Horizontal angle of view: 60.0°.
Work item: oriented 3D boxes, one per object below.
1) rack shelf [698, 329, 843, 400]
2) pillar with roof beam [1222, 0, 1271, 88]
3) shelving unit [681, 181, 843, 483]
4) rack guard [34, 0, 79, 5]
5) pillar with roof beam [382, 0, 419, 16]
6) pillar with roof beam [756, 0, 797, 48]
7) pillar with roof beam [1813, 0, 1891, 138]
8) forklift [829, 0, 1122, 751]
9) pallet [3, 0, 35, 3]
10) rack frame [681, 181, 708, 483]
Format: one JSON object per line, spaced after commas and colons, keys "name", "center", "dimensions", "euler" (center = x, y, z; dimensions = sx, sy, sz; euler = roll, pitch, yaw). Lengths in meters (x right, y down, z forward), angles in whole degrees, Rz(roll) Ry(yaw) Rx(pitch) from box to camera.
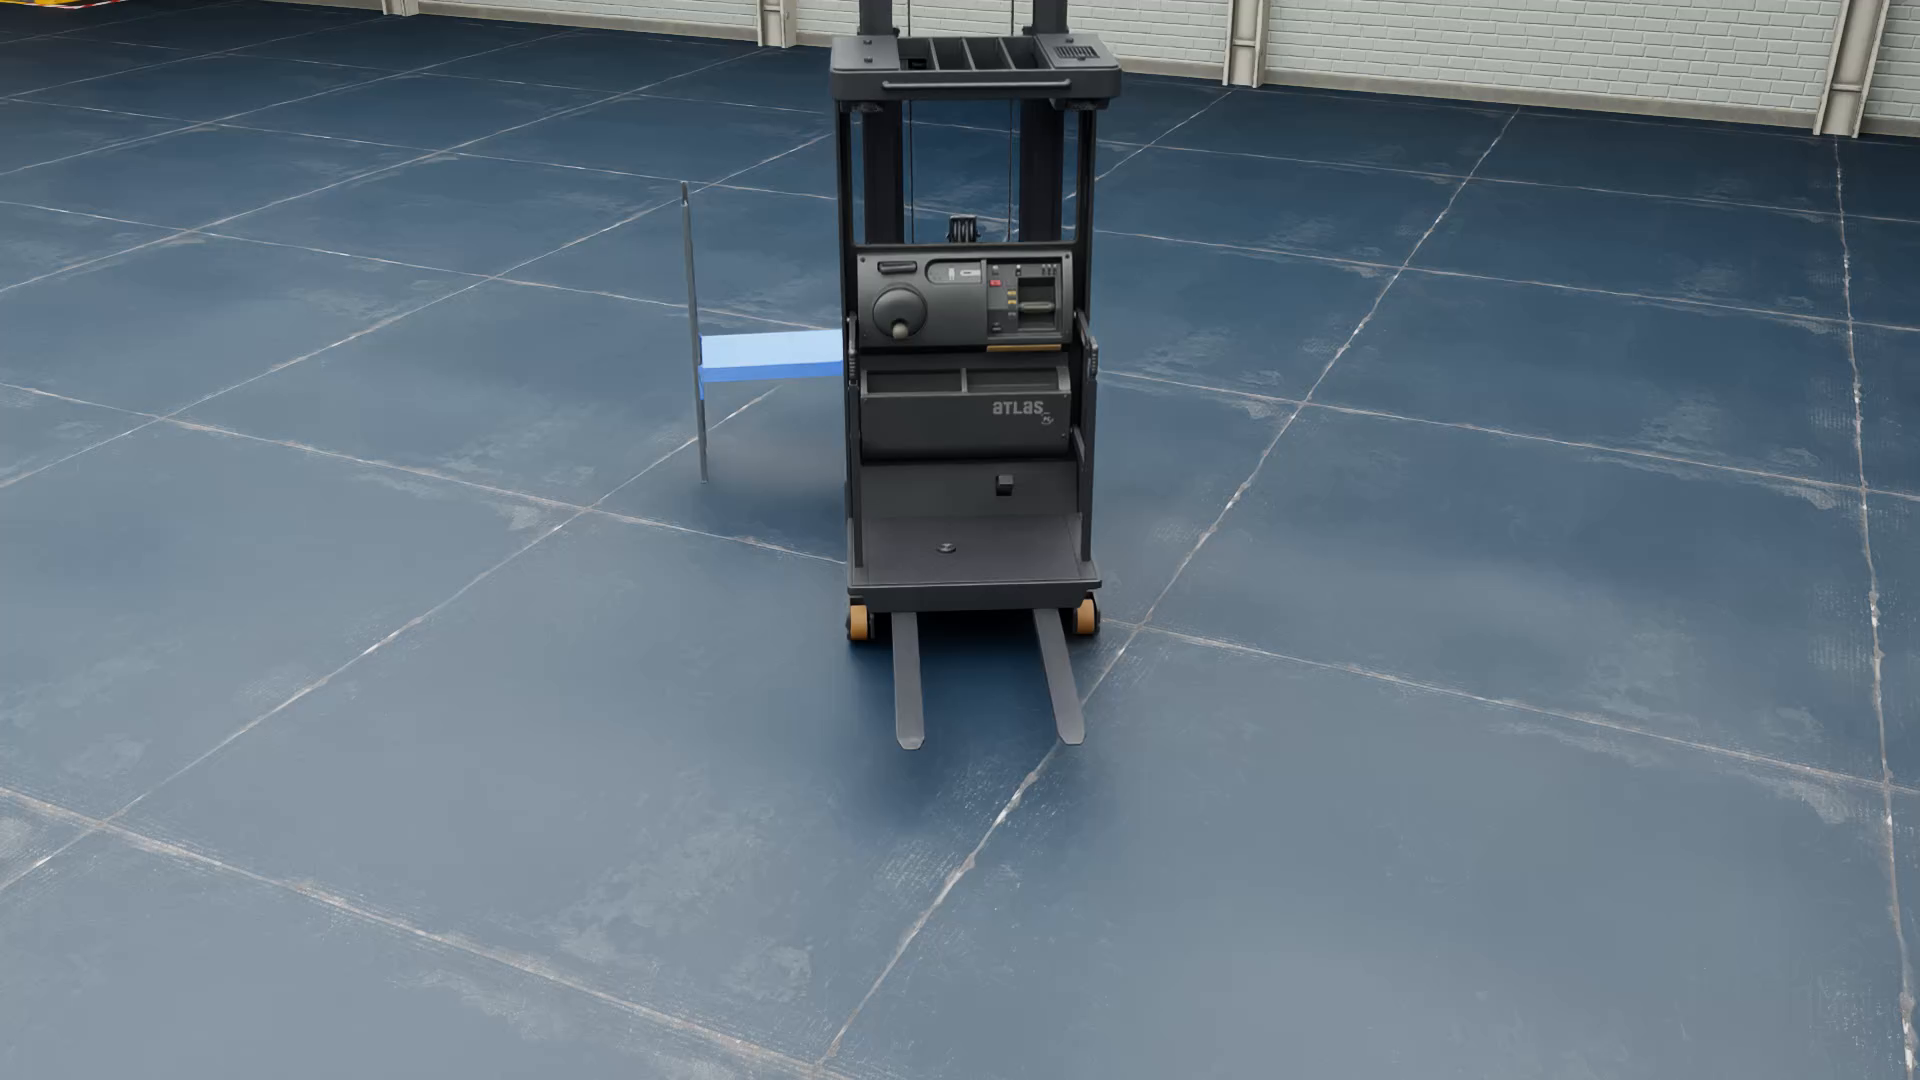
{"name": "rack shelf", "center": [-0.895, -0.957, 8.903], "dimensions": [1.000, 0.185, 0.538], "euler": [-4, 26, -8]}
{"name": "pillar with roof beam", "center": [1.393, -7.420, 13.133], "dimensions": [0.400, 9.000, 9.100], "euler": [11, 28, 22]}
{"name": "shelving unit", "center": [-0.895, -1.118, 8.823], "dimensions": [1.048, 1.500, 0.538], "euler": [-4, 26, -8]}
{"name": "rack guard", "center": [-12.928, -8.135, 24.207], "dimensions": [0.348, 0.500, 1.175], "euler": [11, 28, 22]}
{"name": "pillar with roof beam", "center": [-9.530, -9.614, 17.590], "dimensions": [0.400, 9.000, 9.100], "euler": [11, 28, 22]}
{"name": "pillar with roof beam", "center": [-4.069, -8.517, 15.361], "dimensions": [0.400, 9.000, 9.100], "euler": [11, 28, 22]}
{"name": "pillar with roof beam", "center": [6.855, -6.323, 10.905], "dimensions": [0.400, 9.000, 9.100], "euler": [11, 28, 22]}
{"name": "forklift", "center": [0.038, -1.015, 6.993], "dimensions": [1.130, 2.935, 3.031], "euler": [-1, 26, -3]}
{"name": "pallet", "center": [-13.663, -8.133, 24.530], "dimensions": [1.213, 0.211, 1.003], "euler": [11, 28, 22]}
{"name": "rack frame", "center": [-1.398, -1.085, 8.755], "dimensions": [0.032, 1.500, 0.500], "euler": [-4, 26, -8]}
